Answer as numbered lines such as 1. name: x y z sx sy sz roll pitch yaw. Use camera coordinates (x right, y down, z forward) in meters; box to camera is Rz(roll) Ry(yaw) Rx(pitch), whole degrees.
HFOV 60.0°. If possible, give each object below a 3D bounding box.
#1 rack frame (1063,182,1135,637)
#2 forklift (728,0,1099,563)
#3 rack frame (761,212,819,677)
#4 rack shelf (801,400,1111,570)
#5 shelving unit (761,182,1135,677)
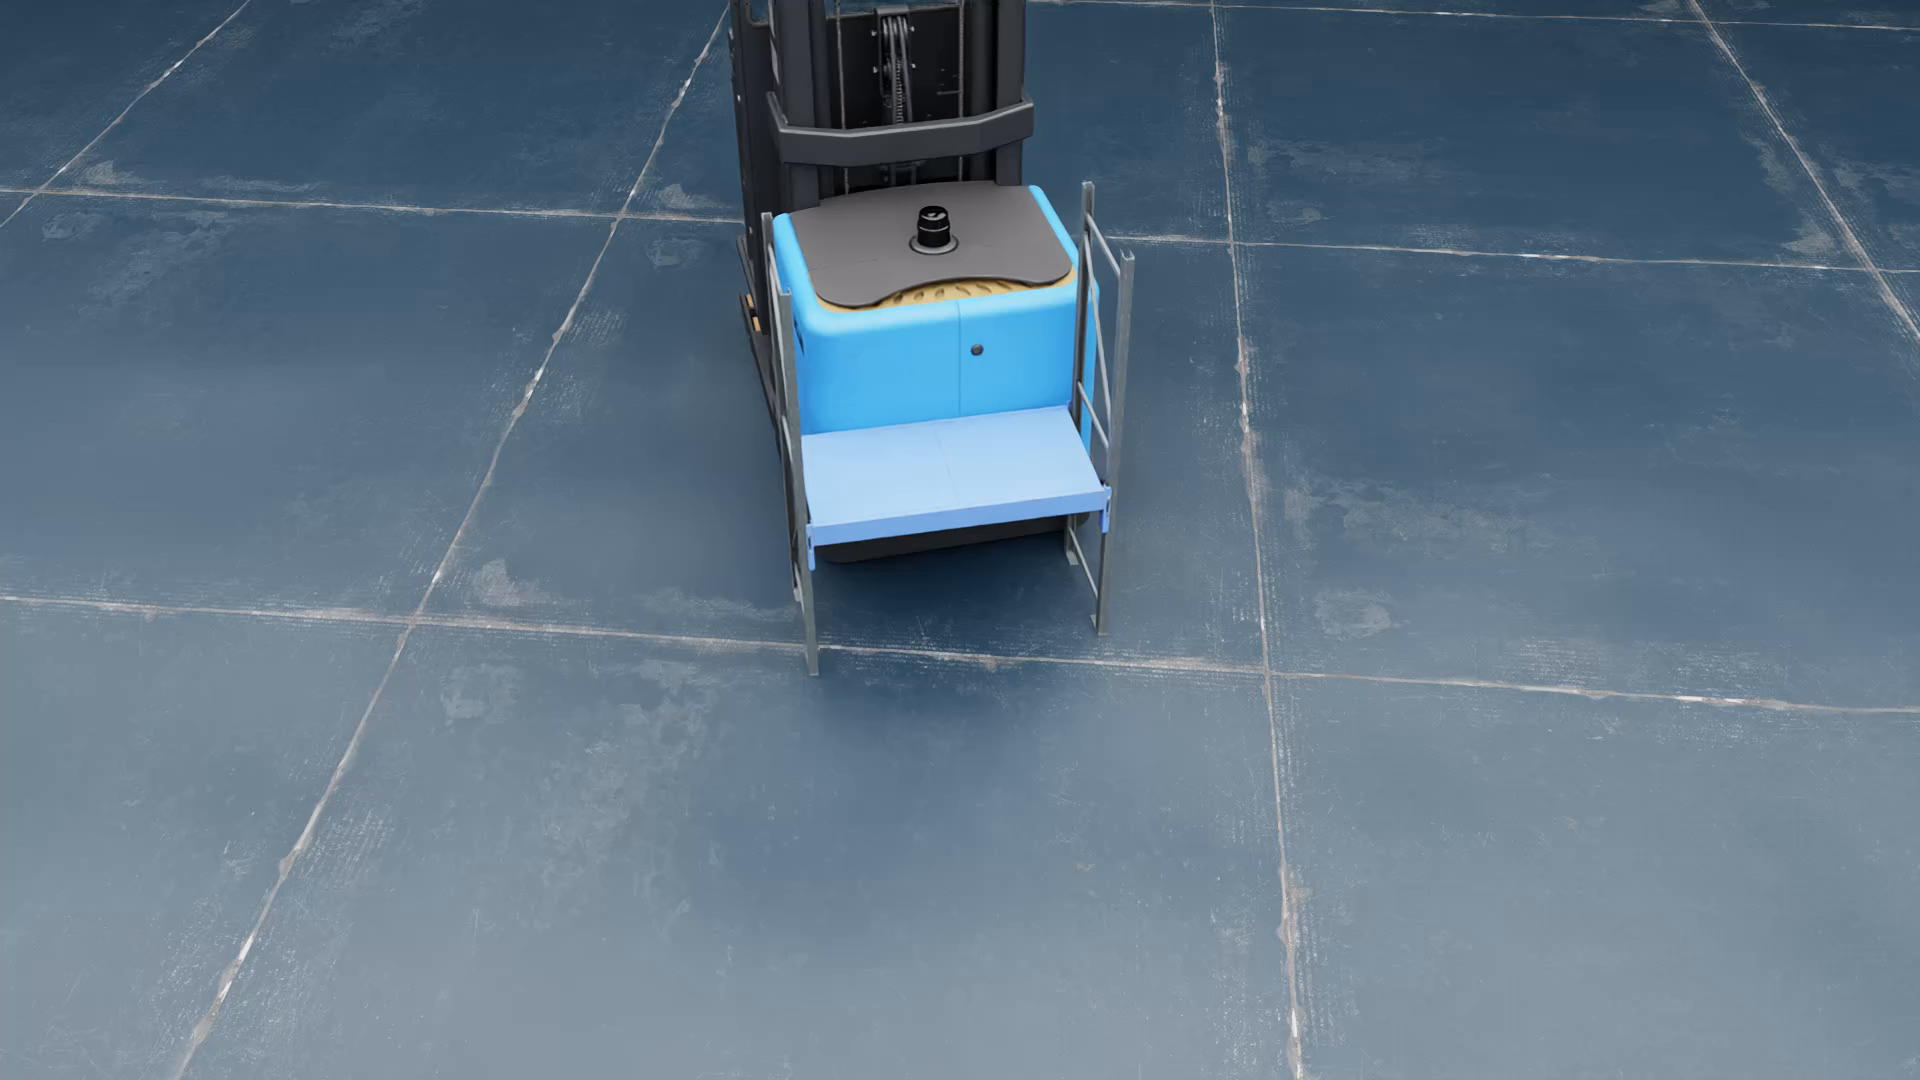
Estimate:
1. rack frame: 0.450 -0.398 5.550 0.032 1.500 0.500 -7 40 -9
2. forklift: -0.352 -1.990 6.373 1.130 2.935 3.031 -9 40 -10
3. rack frame: -0.546 -0.270 5.394 0.032 1.500 0.500 -7 40 -9
4. rack shelf: -0.048 -0.194 5.586 1.000 0.185 0.538 -7 40 -9
5. shelving unit: -0.048 -0.334 5.472 1.048 1.500 0.538 -7 40 -9
